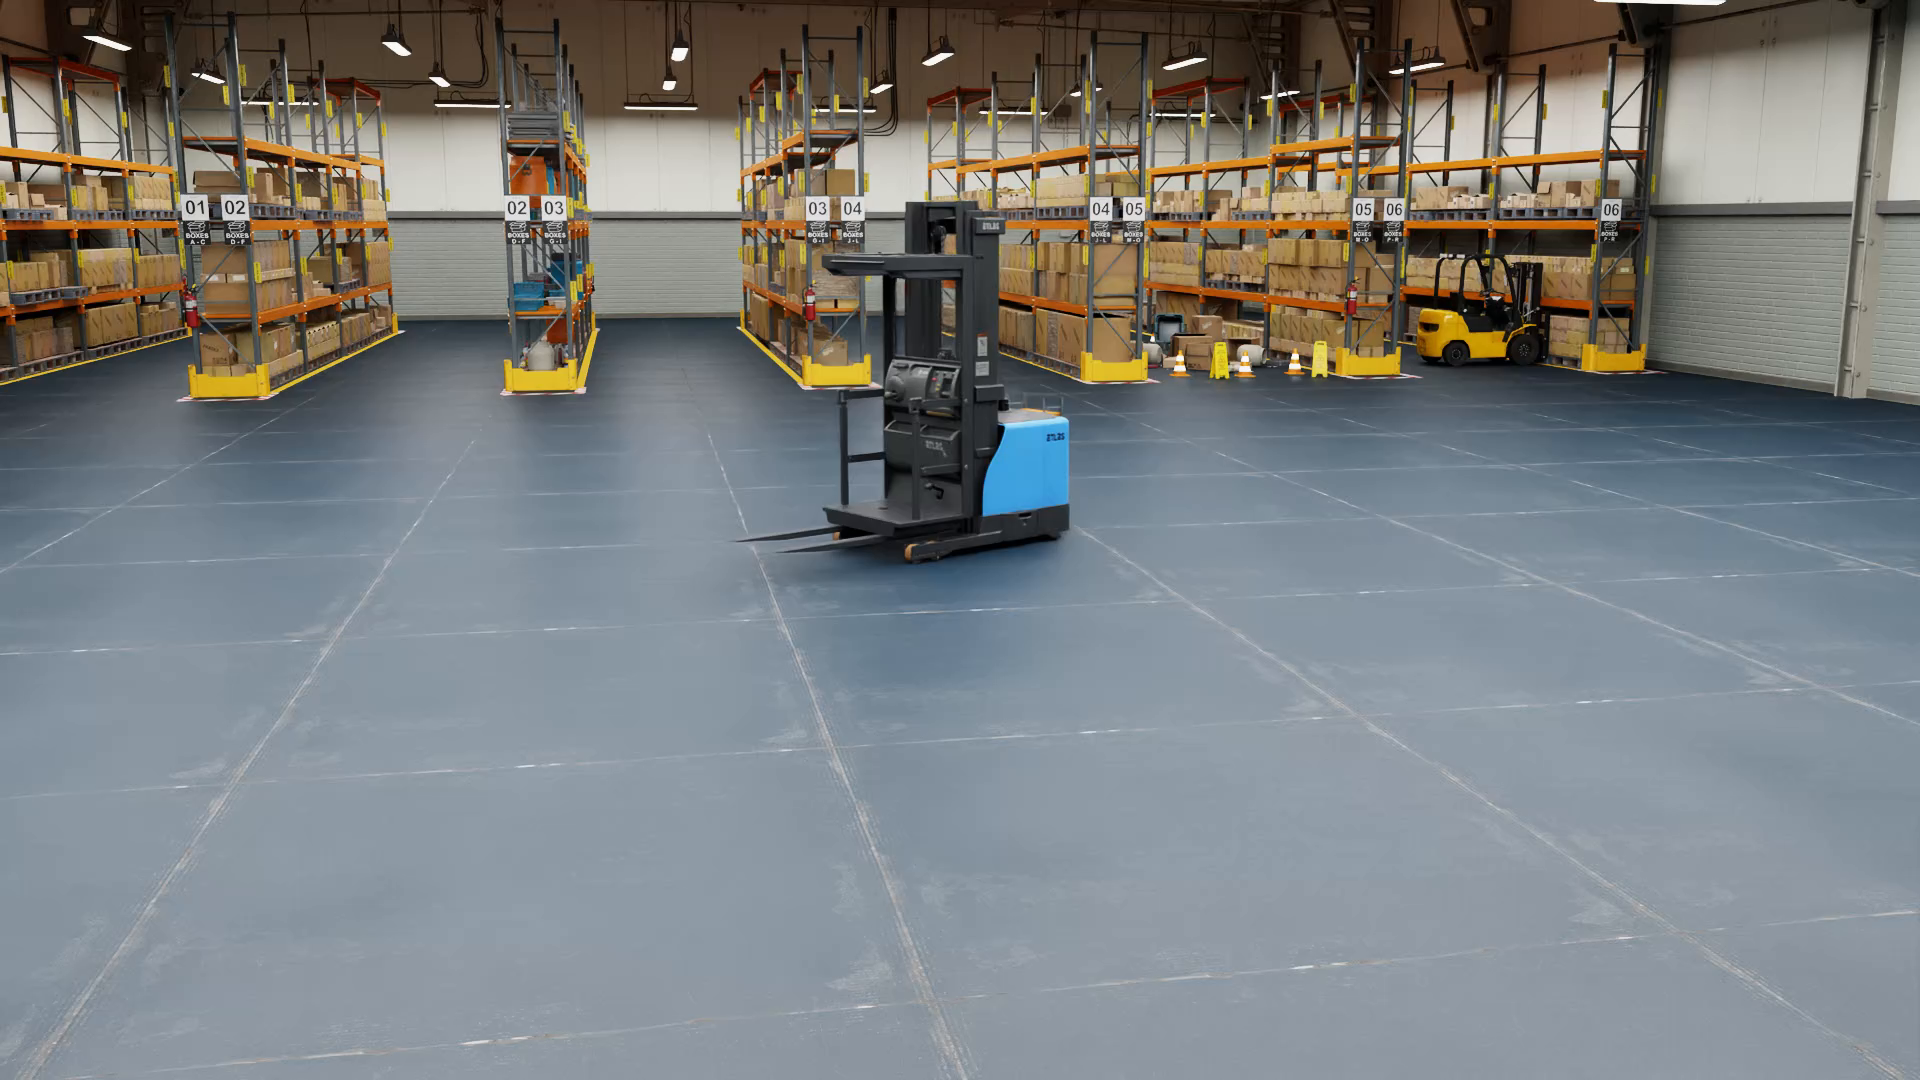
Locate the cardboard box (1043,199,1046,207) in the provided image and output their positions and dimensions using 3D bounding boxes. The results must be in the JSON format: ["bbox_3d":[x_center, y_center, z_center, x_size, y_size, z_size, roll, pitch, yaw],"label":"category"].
[{"bbox_3d":[1.810,-6.510,32.136,0.380,0.149,0.250,-2,11,-11],"label":"cardboard box"}]

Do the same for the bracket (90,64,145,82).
[{"bbox_3d":[-20.262,-11.216,39.929,0.076,0.066,4.783,-2,11,-11],"label":"bracket"}]

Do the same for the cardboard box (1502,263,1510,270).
[{"bbox_3d":[11.533,-5.709,34.666,0.380,0.149,0.250,-2,11,-10],"label":"cardboard box"}]

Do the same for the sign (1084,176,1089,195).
[{"bbox_3d":[2.216,-6.196,29.047,0.100,0.325,0.005,-2,11,-11],"label":"sign"}]

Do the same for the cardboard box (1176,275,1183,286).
[{"bbox_3d":[5.481,-6.205,39.674,0.500,0.250,0.500,-2,11,-12],"label":"cardboard box"}]

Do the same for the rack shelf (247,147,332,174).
[{"bbox_3d":[-13.019,-7.319,32.079,1.077,0.370,4.000,-2,11,-11],"label":"rack shelf"}]

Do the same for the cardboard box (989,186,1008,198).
[{"bbox_3d":[0.862,-7.774,37.181,0.396,0.266,0.258,-2,11,-11],"label":"cardboard box"}]

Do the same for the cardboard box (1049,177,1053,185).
[{"bbox_3d":[1.911,-6.808,31.570,0.380,0.149,0.250,-2,11,-10],"label":"cardboard box"}]

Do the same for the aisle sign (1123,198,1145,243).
[{"bbox_3d":[3.059,-5.618,29.239,0.394,0.787,0.004,-2,11,-11],"label":"aisle sign"}]

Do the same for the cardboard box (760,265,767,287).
[{"bbox_3d":[-4.322,-6.059,38.242,0.500,0.500,0.500,-2,11,-10],"label":"cardboard box"}]

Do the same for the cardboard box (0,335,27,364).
[{"bbox_3d":[-17.648,-3.497,30.557,0.700,0.500,0.500,-2,11,-9],"label":"cardboard box"}]

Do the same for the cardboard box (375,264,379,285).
[{"bbox_3d":[-14.215,-6.361,39.826,0.500,0.500,0.500,-2,11,-11],"label":"cardboard box"}]

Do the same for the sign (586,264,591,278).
[{"bbox_3d":[-8.786,-6.358,39.337,0.100,0.325,0.005,-2,11,-11],"label":"sign"}]

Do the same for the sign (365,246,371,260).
[{"bbox_3d":[-13.642,-6.612,38.318,0.100,0.325,0.005,-2,11,-11],"label":"sign"}]

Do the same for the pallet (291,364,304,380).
[{"bbox_3d":[-12.516,-3.038,30.095,1.003,0.211,1.213,-2,11,-11],"label":"pallet"}]

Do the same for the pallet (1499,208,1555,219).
[{"bbox_3d":[11.868,-6.731,34.254,1.003,0.211,1.213,-2,11,-11],"label":"pallet"}]

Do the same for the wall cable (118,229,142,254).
[{"bbox_3d":[-20.999,-7.275,42.180,0.084,1.984,1.851,-2,11,-11],"label":"wall cable"}]

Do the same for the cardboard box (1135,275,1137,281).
[{"bbox_3d":[4.807,-6.962,42.983,0.500,0.500,0.500,-2,11,-12],"label":"cardboard box"}]

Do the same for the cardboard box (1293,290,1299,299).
[{"bbox_3d":[6.795,-4.848,32.815,0.380,0.149,0.250,-2,11,-11],"label":"cardboard box"}]

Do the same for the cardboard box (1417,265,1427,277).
[{"bbox_3d":[10.842,-6.180,38.207,0.500,0.250,0.500,-2,11,-9],"label":"cardboard box"}]

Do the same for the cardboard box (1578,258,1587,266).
[{"bbox_3d":[12.100,-5.339,31.927,0.380,0.149,0.250,-2,11,-11],"label":"cardboard box"}]

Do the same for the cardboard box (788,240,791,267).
[{"bbox_3d":[-2.975,-5.418,31.403,0.500,0.500,0.500,-2,11,-11],"label":"cardboard box"}]

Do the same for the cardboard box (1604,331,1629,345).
[{"bbox_3d":[12.567,-3.918,32.152,0.500,0.250,0.500,-2,11,-10],"label":"cardboard box"}]

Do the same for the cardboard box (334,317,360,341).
[{"bbox_3d":[-13.522,-4.655,36.638,0.500,0.500,0.500,-3,11,-13],"label":"cardboard box"}]

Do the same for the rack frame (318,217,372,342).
[{"bbox_3d":[-14.186,-6.023,38.317,1.000,3.000,0.127,-2,11,-11],"label":"rack frame"}]

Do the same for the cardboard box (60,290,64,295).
[{"bbox_3d":[-18.103,-5.063,33.896,0.380,0.149,0.250,-2,11,-12],"label":"cardboard box"}]

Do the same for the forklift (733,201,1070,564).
[{"bbox_3d":[-0.477,-1.356,13.980,3.031,2.935,1.130,-9,14,-39],"label":"forklift"}]

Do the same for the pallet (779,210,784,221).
[{"bbox_3d":[-2.927,-6.413,32.850,1.213,0.211,1.003,-2,11,-11],"label":"pallet"}]

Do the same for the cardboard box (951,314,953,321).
[{"bbox_3d":[-0.021,-5.591,41.757,0.380,0.149,0.250,-3,11,-14],"label":"cardboard box"}]

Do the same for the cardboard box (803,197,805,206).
[{"bbox_3d":[-2.494,-5.817,28.547,0.380,0.149,0.250,-2,11,-11],"label":"cardboard box"}]

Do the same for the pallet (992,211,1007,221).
[{"bbox_3d":[1.372,-7.075,36.329,1.213,0.211,1.003,-2,11,-8],"label":"pallet"}]

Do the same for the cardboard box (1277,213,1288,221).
[{"bbox_3d":[6.623,-6.509,33.523,0.380,0.149,0.250,-2,11,-11],"label":"cardboard box"}]

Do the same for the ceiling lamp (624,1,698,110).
[{"bbox_3d":[-8.156,-13.334,45.075,2.000,3.185,0.800,-2,11,-11],"label":"ceiling lamp"}]

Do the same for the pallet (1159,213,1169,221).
[{"bbox_3d":[5.480,-7.956,40.963,0.805,0.209,1.217,-3,11,-13],"label":"pallet"}]

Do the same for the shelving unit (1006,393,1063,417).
[{"bbox_3d":[0.682,-0.729,15.319,0.258,1.200,0.503,-9,14,-40],"label":"shelving unit"}]

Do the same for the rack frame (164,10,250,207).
[{"bbox_3d":[-11.852,-6.769,26.193,1.000,3.000,0.127,-2,11,-11],"label":"rack frame"}]

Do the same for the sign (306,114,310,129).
[{"bbox_3d":[-14.721,-9.451,37.575,0.100,0.325,0.005,-2,11,-11],"label":"sign"}]

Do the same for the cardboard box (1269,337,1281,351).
[{"bbox_3d":[6.659,-4.013,33.988,0.500,0.250,0.500,-3,11,-14],"label":"cardboard box"}]

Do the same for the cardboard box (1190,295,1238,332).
[{"bbox_3d":[5.978,-5.301,39.086,0.875,0.875,0.875,-2,11,-12],"label":"cardboard box"}]

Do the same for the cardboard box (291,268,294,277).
[{"bbox_3d":[-12.367,-4.881,30.317,0.380,0.149,0.250,-2,11,-11],"label":"cardboard box"}]

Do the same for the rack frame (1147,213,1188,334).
[{"bbox_3d":[5.253,-6.743,42.100,1.000,3.000,0.127,-2,11,-11],"label":"rack frame"}]

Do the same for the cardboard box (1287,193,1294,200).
[{"bbox_3d":[6.697,-6.803,32.934,0.380,0.149,0.250,-2,11,-11],"label":"cardboard box"}]

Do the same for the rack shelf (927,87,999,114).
[{"bbox_3d":[0.028,-11.137,42.179,1.077,0.370,4.000,-2,11,-11],"label":"rack shelf"}]

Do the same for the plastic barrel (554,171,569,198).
[{"bbox_3d":[-8.656,-7.464,35.593,0.600,0.830,0.708,-2,11,-11],"label":"plastic barrel"}]

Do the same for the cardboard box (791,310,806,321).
[{"bbox_3d":[-3.417,-4.786,35.325,0.500,0.250,0.500,-1,11,-5],"label":"cardboard box"}]

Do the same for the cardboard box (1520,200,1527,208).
[{"bbox_3d":[11.616,-6.828,33.806,0.380,0.149,0.250,-2,11,-9],"label":"cardboard box"}]

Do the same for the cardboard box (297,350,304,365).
[{"bbox_3d":[-12.325,-3.334,30.421,0.500,0.250,0.500,-2,11,-11],"label":"cardboard box"}]

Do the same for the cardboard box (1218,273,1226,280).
[{"bbox_3d":[5.975,-5.869,37.060,0.380,0.149,0.250,-2,11,-11],"label":"cardboard box"}]

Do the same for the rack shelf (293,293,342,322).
[{"bbox_3d":[-13.019,-4.569,32.603,1.077,0.370,4.000,-2,11,-11],"label":"rack shelf"}]

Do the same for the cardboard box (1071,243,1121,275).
[{"bbox_3d":[2.519,-5.114,30.256,0.875,0.550,0.550,-2,11,-11],"label":"cardboard box"}]

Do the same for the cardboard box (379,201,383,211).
[{"bbox_3d":[-14.516,-8.225,40.930,0.500,0.250,0.500,-2,11,-11],"label":"cardboard box"}]

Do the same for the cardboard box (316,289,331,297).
[{"bbox_3d":[-12.962,-5.011,33.672,0.380,0.149,0.250,-2,11,-11],"label":"cardboard box"}]

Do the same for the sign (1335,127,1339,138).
[{"bbox_3d":[9.585,-10.352,42.310,0.100,0.325,0.005,-2,11,-11],"label":"sign"}]

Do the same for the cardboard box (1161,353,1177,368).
[{"bbox_3d":[4.114,-3.485,32.299,0.396,0.266,0.258,0,11,-1],"label":"cardboard box"}]

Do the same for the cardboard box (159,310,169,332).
[{"bbox_3d":[-19.392,-5.245,39.794,0.700,0.500,0.500,-2,11,-13],"label":"cardboard box"}]

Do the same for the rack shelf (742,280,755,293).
[{"bbox_3d":[-4.857,-6.396,42.201,1.077,0.370,4.000,-2,11,-11],"label":"rack shelf"}]
